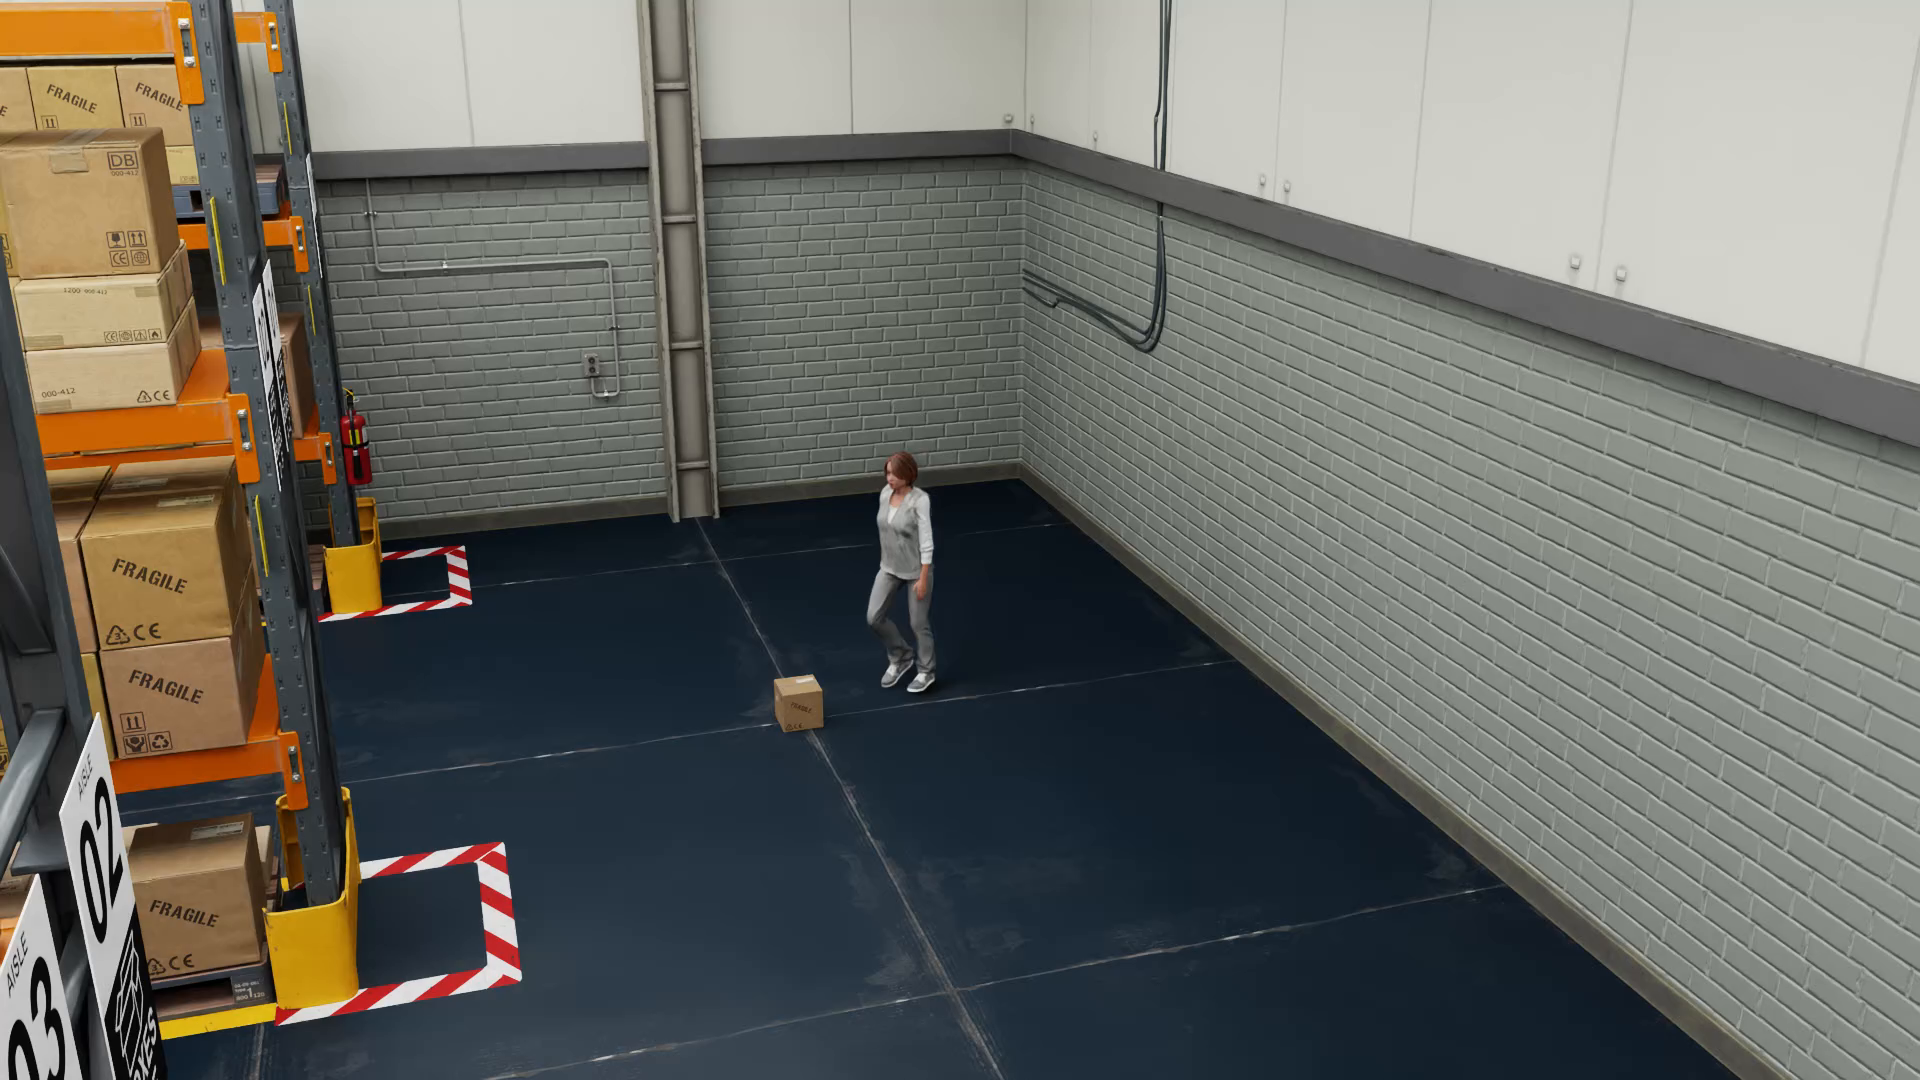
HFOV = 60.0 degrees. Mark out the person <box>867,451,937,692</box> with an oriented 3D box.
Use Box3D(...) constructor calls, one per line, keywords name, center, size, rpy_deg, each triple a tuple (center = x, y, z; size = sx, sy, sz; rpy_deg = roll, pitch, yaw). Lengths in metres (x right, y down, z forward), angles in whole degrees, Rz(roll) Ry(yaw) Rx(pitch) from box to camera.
Box3D(name="person", center=(-0.341, 0.214, 10.439), size=(0.445, 1.578, 0.447), rpy_deg=(12, 23, 30))
